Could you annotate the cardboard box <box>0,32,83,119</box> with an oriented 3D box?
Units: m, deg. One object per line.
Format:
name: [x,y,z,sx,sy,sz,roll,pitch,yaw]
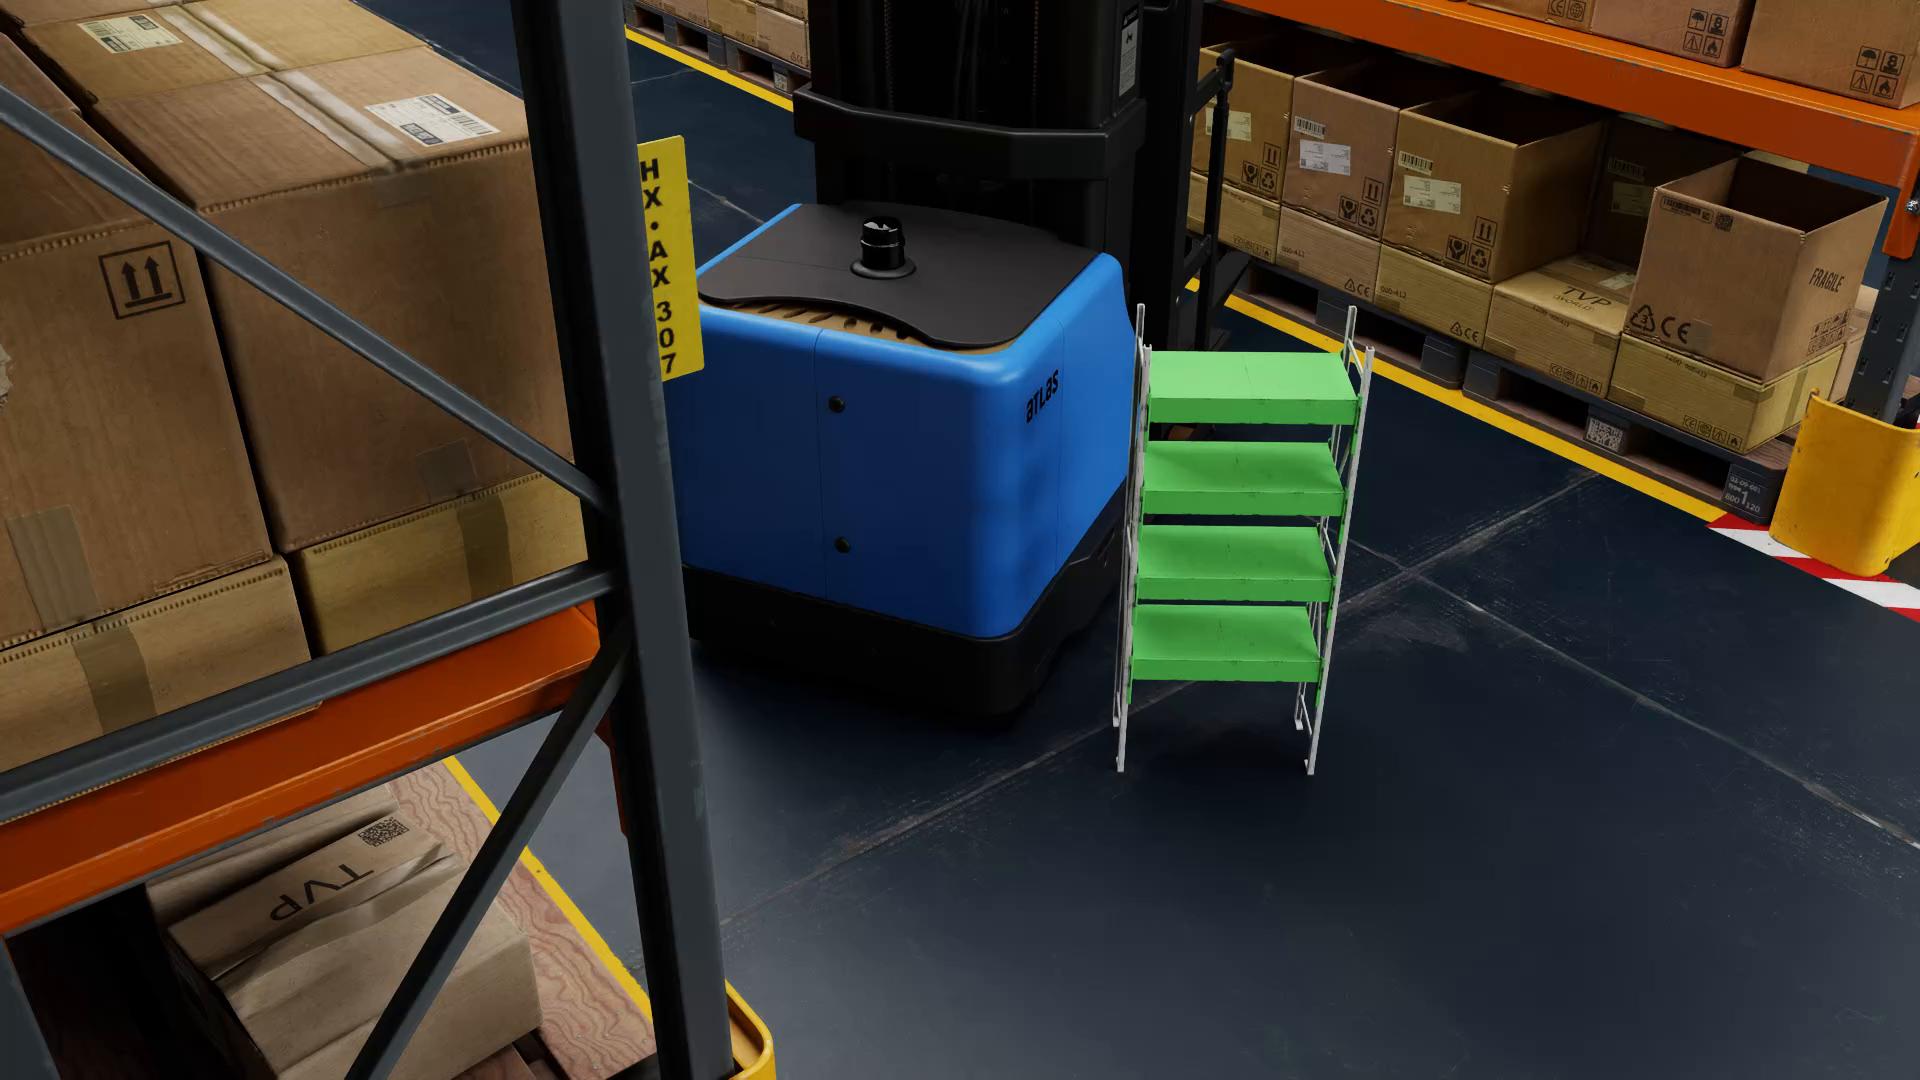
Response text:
cardboard box: [-1.577,-0.418,2.492,0.500,0.500,0.500,-22,38,-31]

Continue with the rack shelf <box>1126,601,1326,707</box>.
rack shelf: [0.660,0.287,4.227,0.480,0.148,0.258,1,32,1]

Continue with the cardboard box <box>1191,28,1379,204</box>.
cardboard box: [1.290,-1.703,6.646,0.500,0.500,0.500,-22,38,-31]

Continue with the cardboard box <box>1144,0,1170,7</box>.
cardboard box: [0.676,-2.120,7.317,0.500,0.500,0.500,-22,38,-31]

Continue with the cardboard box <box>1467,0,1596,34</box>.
cardboard box: [2.190,-2.086,5.670,0.700,0.500,0.500,-22,38,-31]

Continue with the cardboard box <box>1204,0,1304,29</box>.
cardboard box: [1.394,-2.080,7.252,0.500,0.500,0.500,-22,38,-31]

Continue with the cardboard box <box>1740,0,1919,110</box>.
cardboard box: [2.816,-1.659,4.984,0.700,0.500,0.500,-22,38,-31]

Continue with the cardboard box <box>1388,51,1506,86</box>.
cardboard box: [2.021,-1.669,6.591,0.500,0.500,0.500,-22,38,-31]

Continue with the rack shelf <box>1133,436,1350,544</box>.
rack shelf: [0.660,-0.121,3.974,0.480,0.148,0.258,1,32,1]

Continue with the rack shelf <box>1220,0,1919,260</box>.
rack shelf: [1.866,-1.946,6.222,1.077,0.370,4.000,-22,38,-31]

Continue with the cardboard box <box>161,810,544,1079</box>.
cardboard box: [-1.172,0.824,3.212,0.500,0.311,0.500,-27,41,-36]

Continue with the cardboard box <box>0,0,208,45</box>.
cardboard box: [-1.481,-0.800,3.108,0.500,0.500,0.500,-24,39,-33]

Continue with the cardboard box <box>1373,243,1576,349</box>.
cardboard box: [1.906,-0.969,6.175,0.500,0.250,0.500,-22,38,-31]

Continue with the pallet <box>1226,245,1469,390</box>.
pallet: [1.846,-1.047,6.736,1.003,0.211,1.213,-22,38,-31]

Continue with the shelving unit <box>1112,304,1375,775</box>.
shelving unit: [0.660,0.028,4.067,0.503,1.200,0.258,1,32,1]

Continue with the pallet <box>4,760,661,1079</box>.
pallet: [-1.336,0.989,3.458,1.003,0.211,1.213,-22,38,-31]

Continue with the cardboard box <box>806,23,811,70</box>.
cardboard box: [-0.467,-2.599,8.800,0.500,0.250,0.500,-21,38,-30]

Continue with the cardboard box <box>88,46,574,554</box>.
cardboard box: [-0.874,-0.374,2.421,0.500,0.500,0.500,-22,38,-31]

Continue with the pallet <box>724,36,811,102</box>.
pallet: [-0.596,-2.704,9.404,1.003,0.211,1.213,-22,38,-31]

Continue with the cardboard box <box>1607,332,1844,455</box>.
cardboard box: [2.530,-0.557,5.511,0.500,0.250,0.500,-22,38,-31]

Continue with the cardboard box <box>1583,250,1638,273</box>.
cardboard box: [2.629,-0.931,6.114,0.500,0.250,0.500,-22,38,-31]

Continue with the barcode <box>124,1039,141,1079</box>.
barcode: [-1.499,0.942,3.013,0.001,0.075,0.075,-22,38,-31]

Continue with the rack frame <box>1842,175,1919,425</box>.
rack frame: [3.092,-1.418,4.690,1.000,3.000,0.127,-22,38,-31]

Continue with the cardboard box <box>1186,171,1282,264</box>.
cardboard box: [1.289,-1.384,6.844,0.500,0.250,0.500,-22,38,-31]

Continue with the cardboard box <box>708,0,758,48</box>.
cardboard box: [-1.092,-3.026,9.486,0.500,0.250,0.500,-23,39,-33]

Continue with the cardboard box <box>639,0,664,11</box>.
cardboard box: [-1.725,-3.449,10.169,0.500,0.250,0.500,-22,38,-32]

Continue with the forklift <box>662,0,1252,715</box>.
forklift: [0.251,-1.547,4.962,1.130,2.935,3.031,13,34,20]

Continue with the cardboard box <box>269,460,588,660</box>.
cardboard box: [-0.867,-0.065,2.635,0.500,0.250,0.500,-24,39,-33]

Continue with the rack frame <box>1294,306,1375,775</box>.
rack frame: [0.904,0.032,4.062,0.015,1.200,0.240,1,32,1]

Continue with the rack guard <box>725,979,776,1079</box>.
rack guard: [-0.865,1.216,2.818,1.175,0.500,0.348,-22,38,-31]

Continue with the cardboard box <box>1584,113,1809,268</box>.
cardboard box: [2.631,-1.250,5.918,0.500,0.500,0.500,-22,38,-31]

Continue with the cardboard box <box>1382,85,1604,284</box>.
cardboard box: [1.903,-1.286,5.976,0.500,0.500,0.500,-22,38,-31]

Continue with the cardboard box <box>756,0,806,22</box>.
cardboard box: [-0.769,-3.044,8.985,0.500,0.311,0.500,-23,38,-32]
